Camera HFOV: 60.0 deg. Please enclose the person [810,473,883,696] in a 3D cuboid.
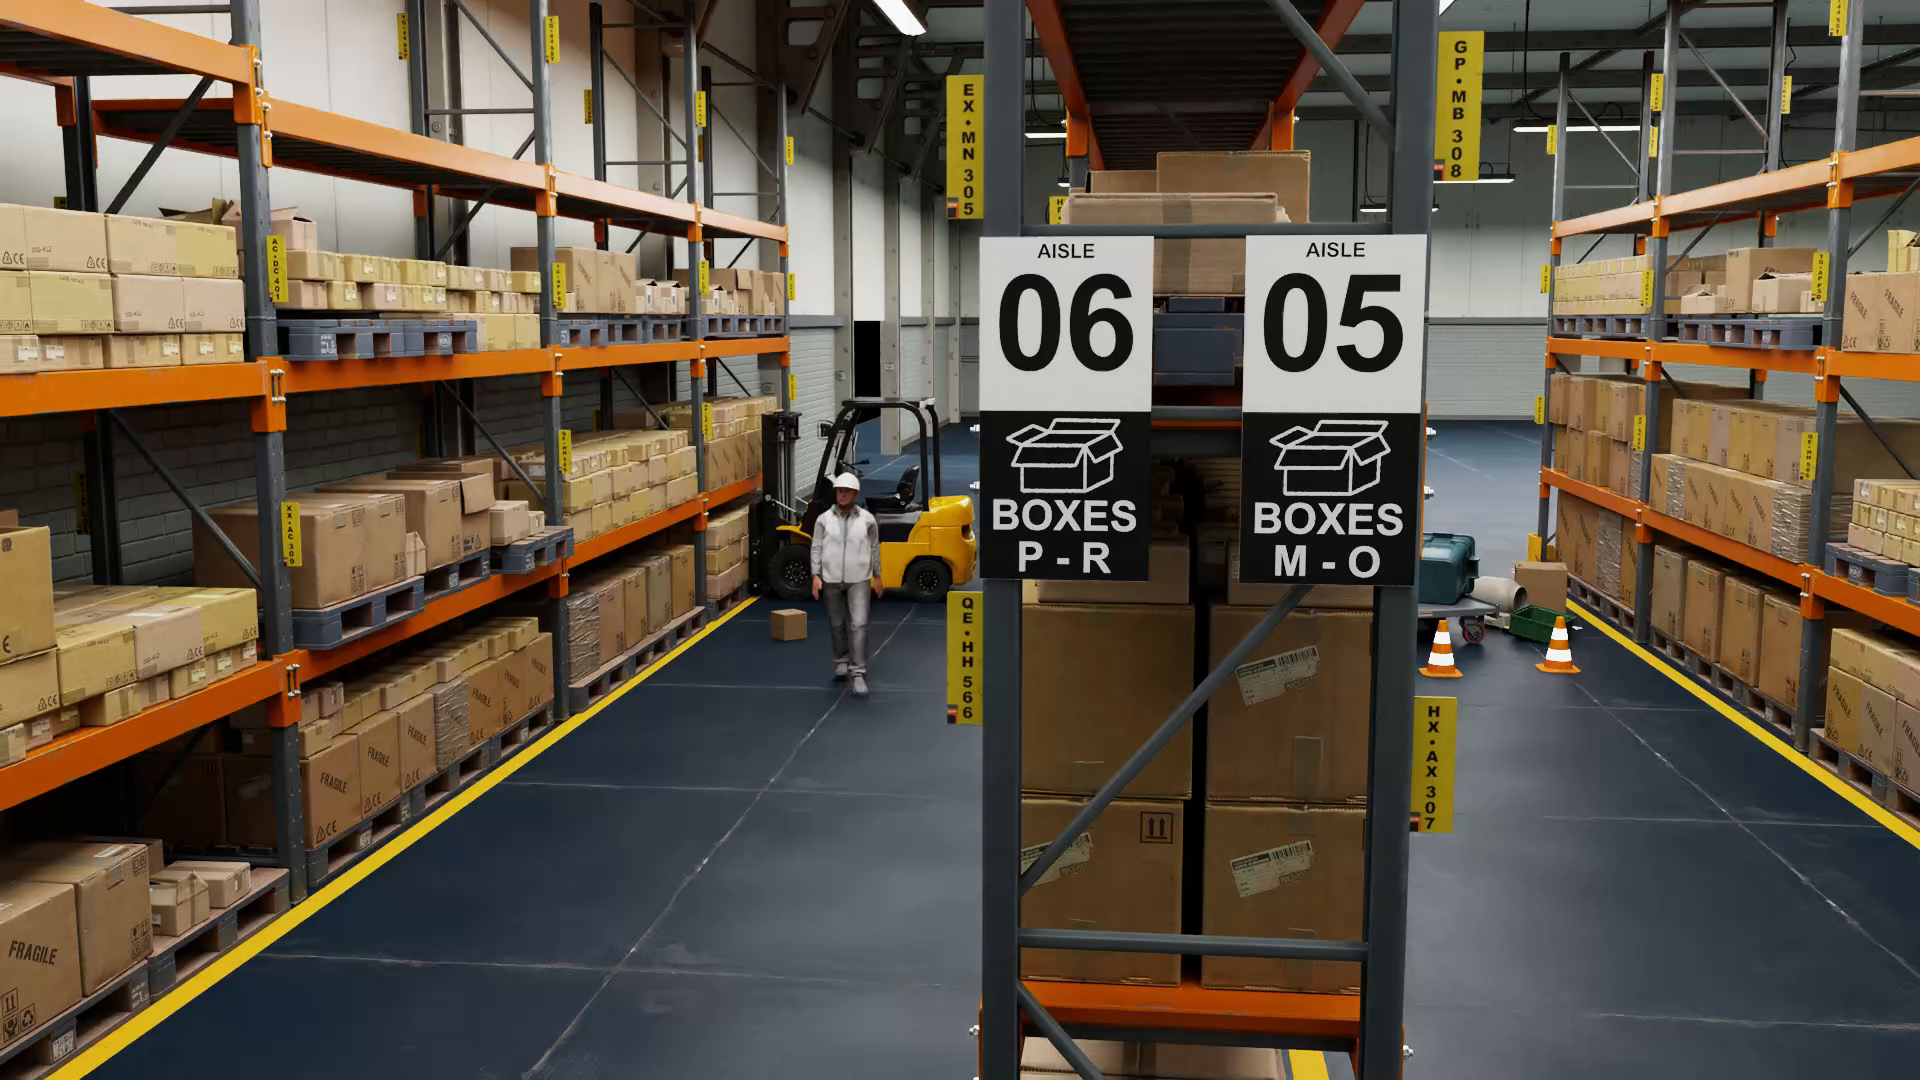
[{"bbox_3d":[-0.944,0.325,13.633,0.576,1.736,0.946,0,8,4],"label":"person"}]
